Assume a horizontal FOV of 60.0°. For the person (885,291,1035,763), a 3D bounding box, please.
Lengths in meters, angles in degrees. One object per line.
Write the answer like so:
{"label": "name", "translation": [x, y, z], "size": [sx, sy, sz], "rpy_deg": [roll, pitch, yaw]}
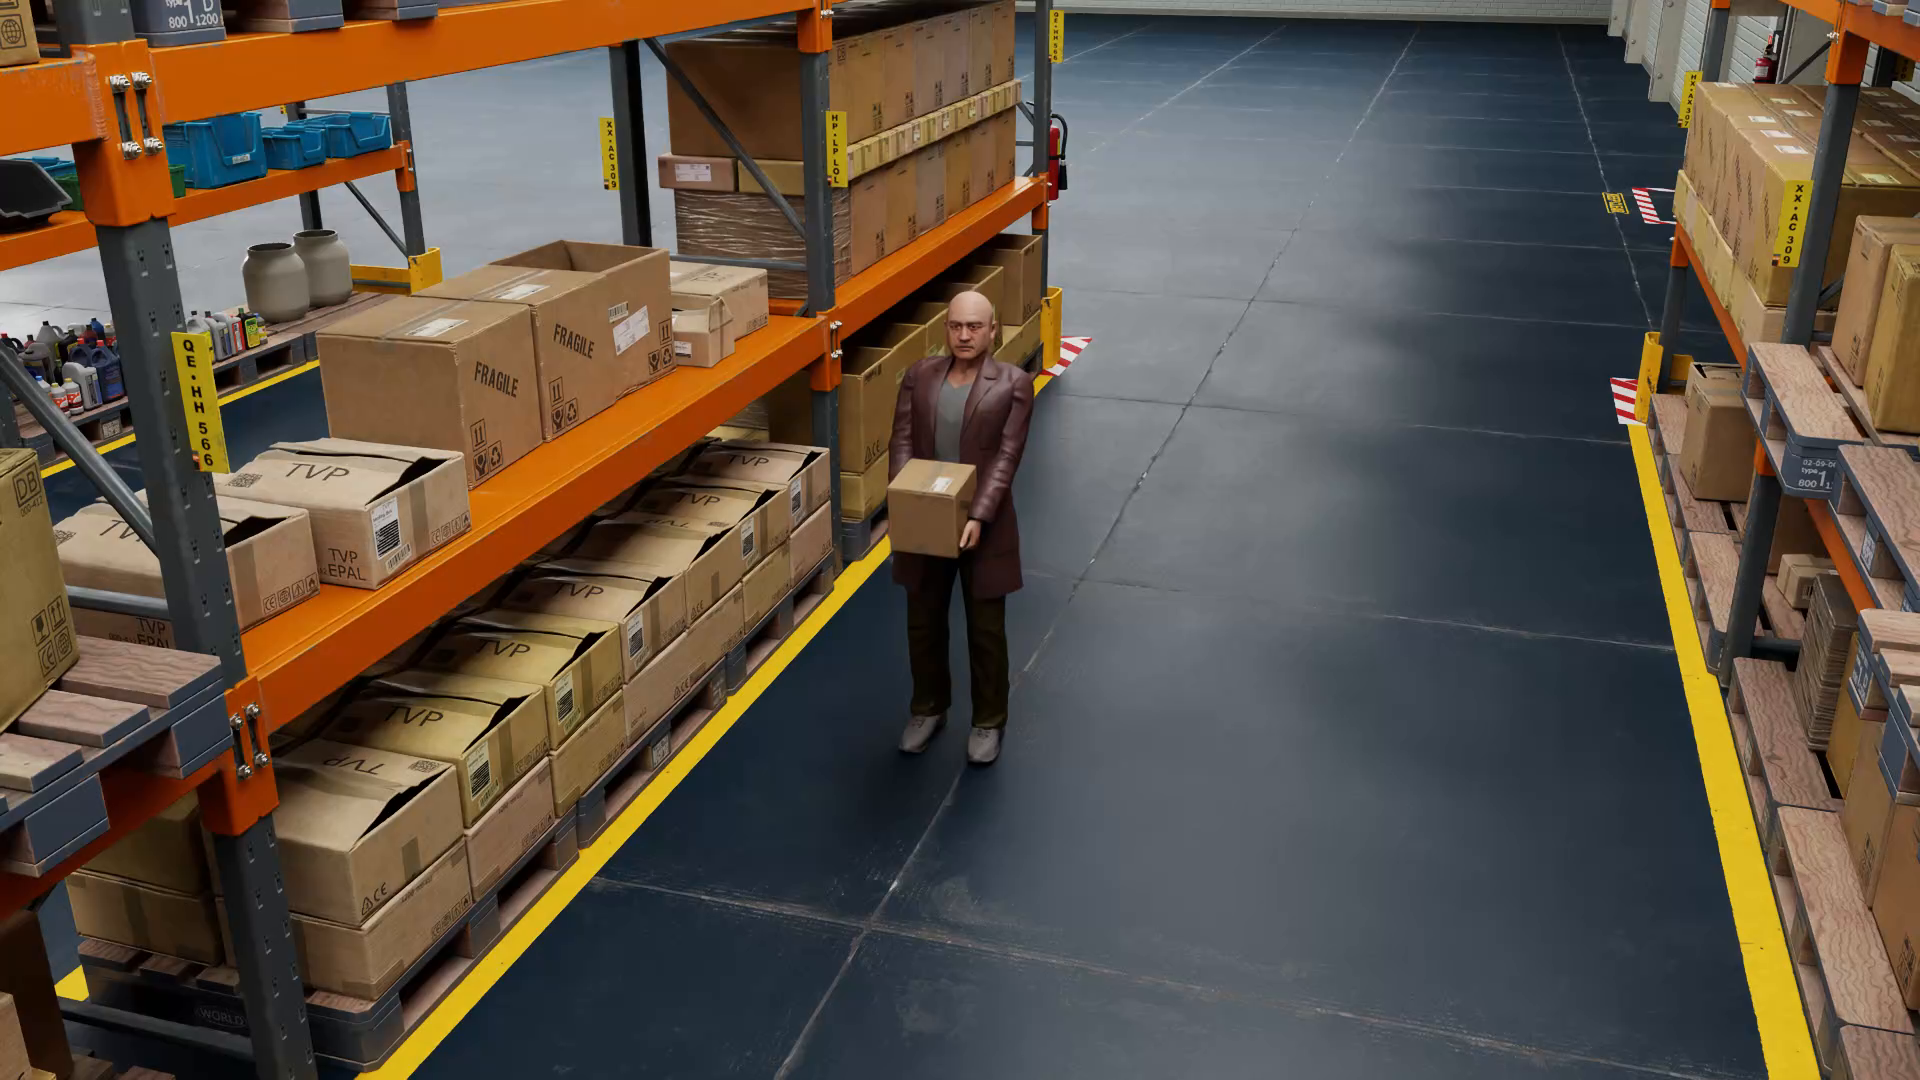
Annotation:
{"label": "person", "translation": [-0.030, -0.009, 6.139], "size": [0.529, 1.772, 0.552], "rpy_deg": [7, 23, 17]}
